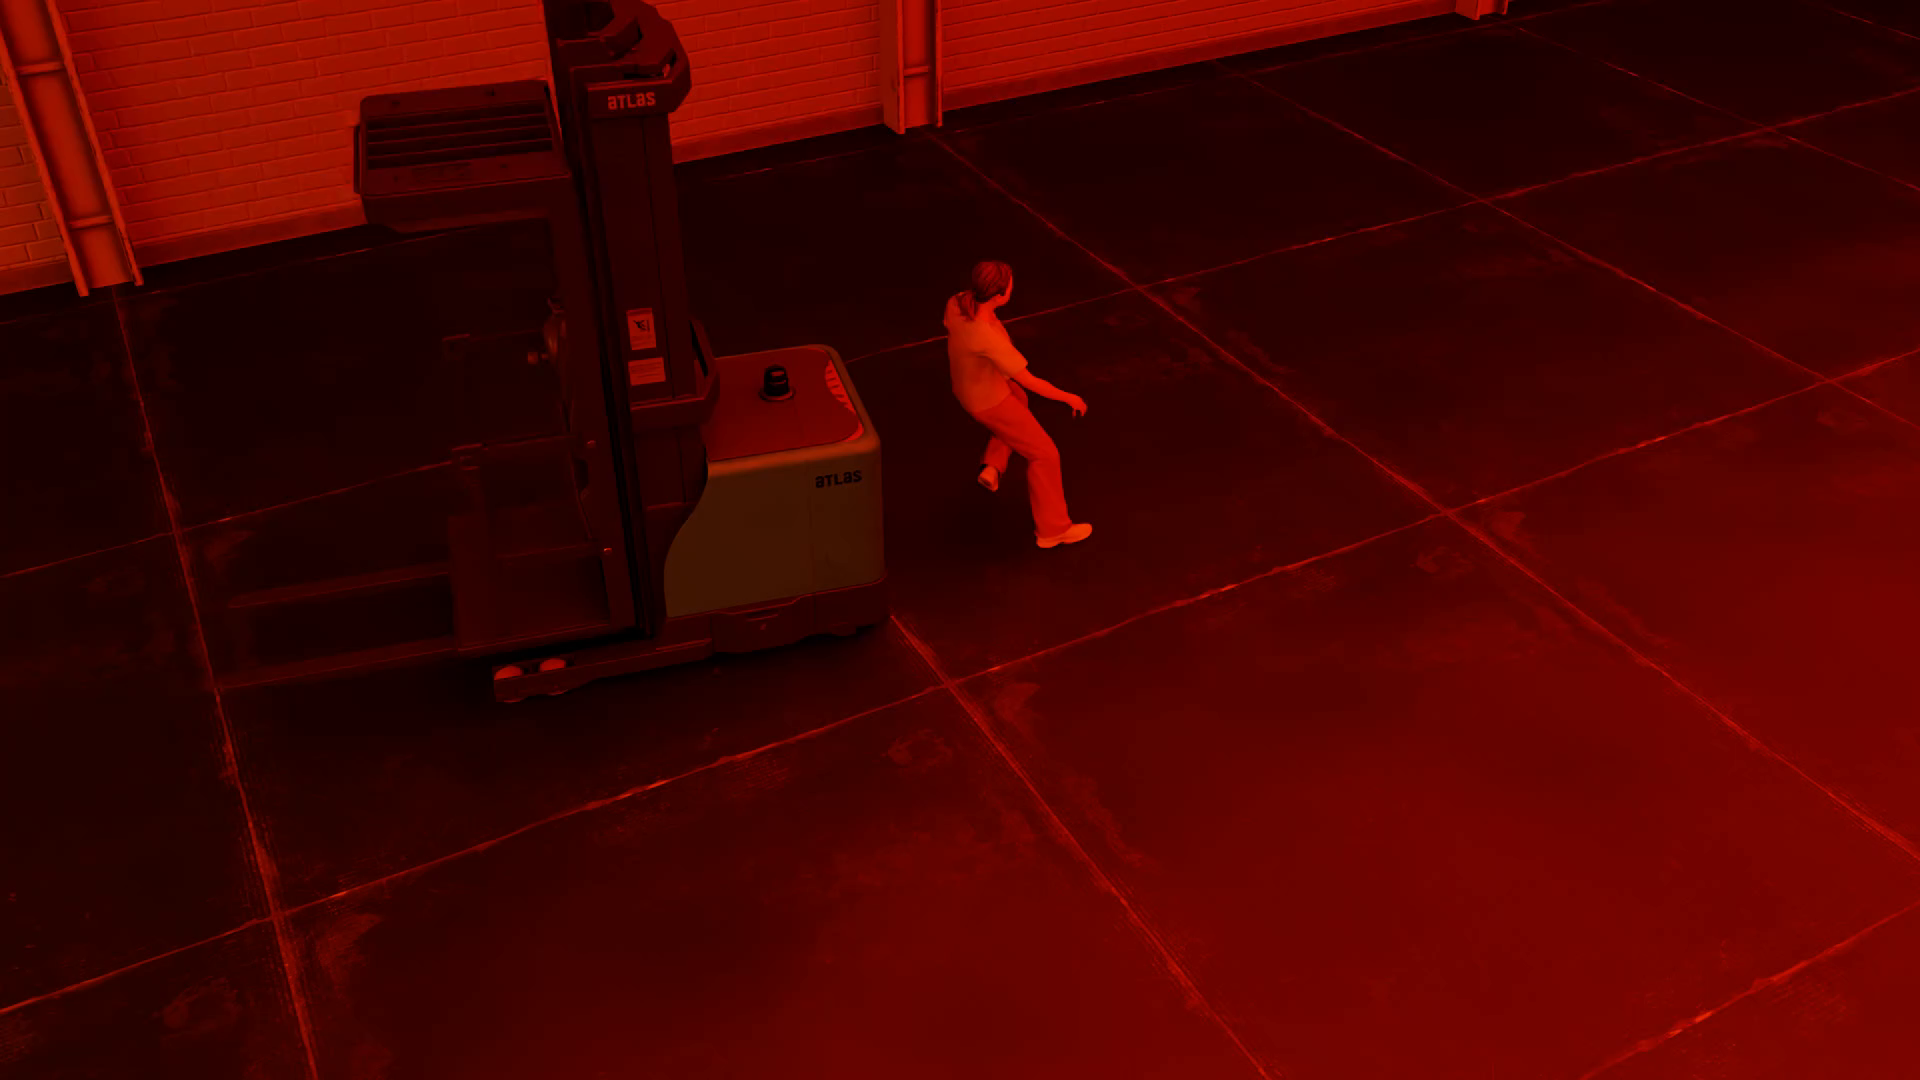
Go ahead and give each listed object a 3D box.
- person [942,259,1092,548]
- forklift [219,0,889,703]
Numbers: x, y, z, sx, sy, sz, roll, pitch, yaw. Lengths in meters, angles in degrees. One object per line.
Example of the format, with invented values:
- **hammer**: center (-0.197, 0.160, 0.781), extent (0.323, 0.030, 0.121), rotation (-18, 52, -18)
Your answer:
- **person**: center (0.262, -0.739, 8.374), extent (0.645, 1.534, 0.709), rotation (-15, 38, -20)
- **forklift**: center (-1.919, -0.793, 7.246), extent (3.031, 2.935, 1.130), rotation (-10, 36, -13)
